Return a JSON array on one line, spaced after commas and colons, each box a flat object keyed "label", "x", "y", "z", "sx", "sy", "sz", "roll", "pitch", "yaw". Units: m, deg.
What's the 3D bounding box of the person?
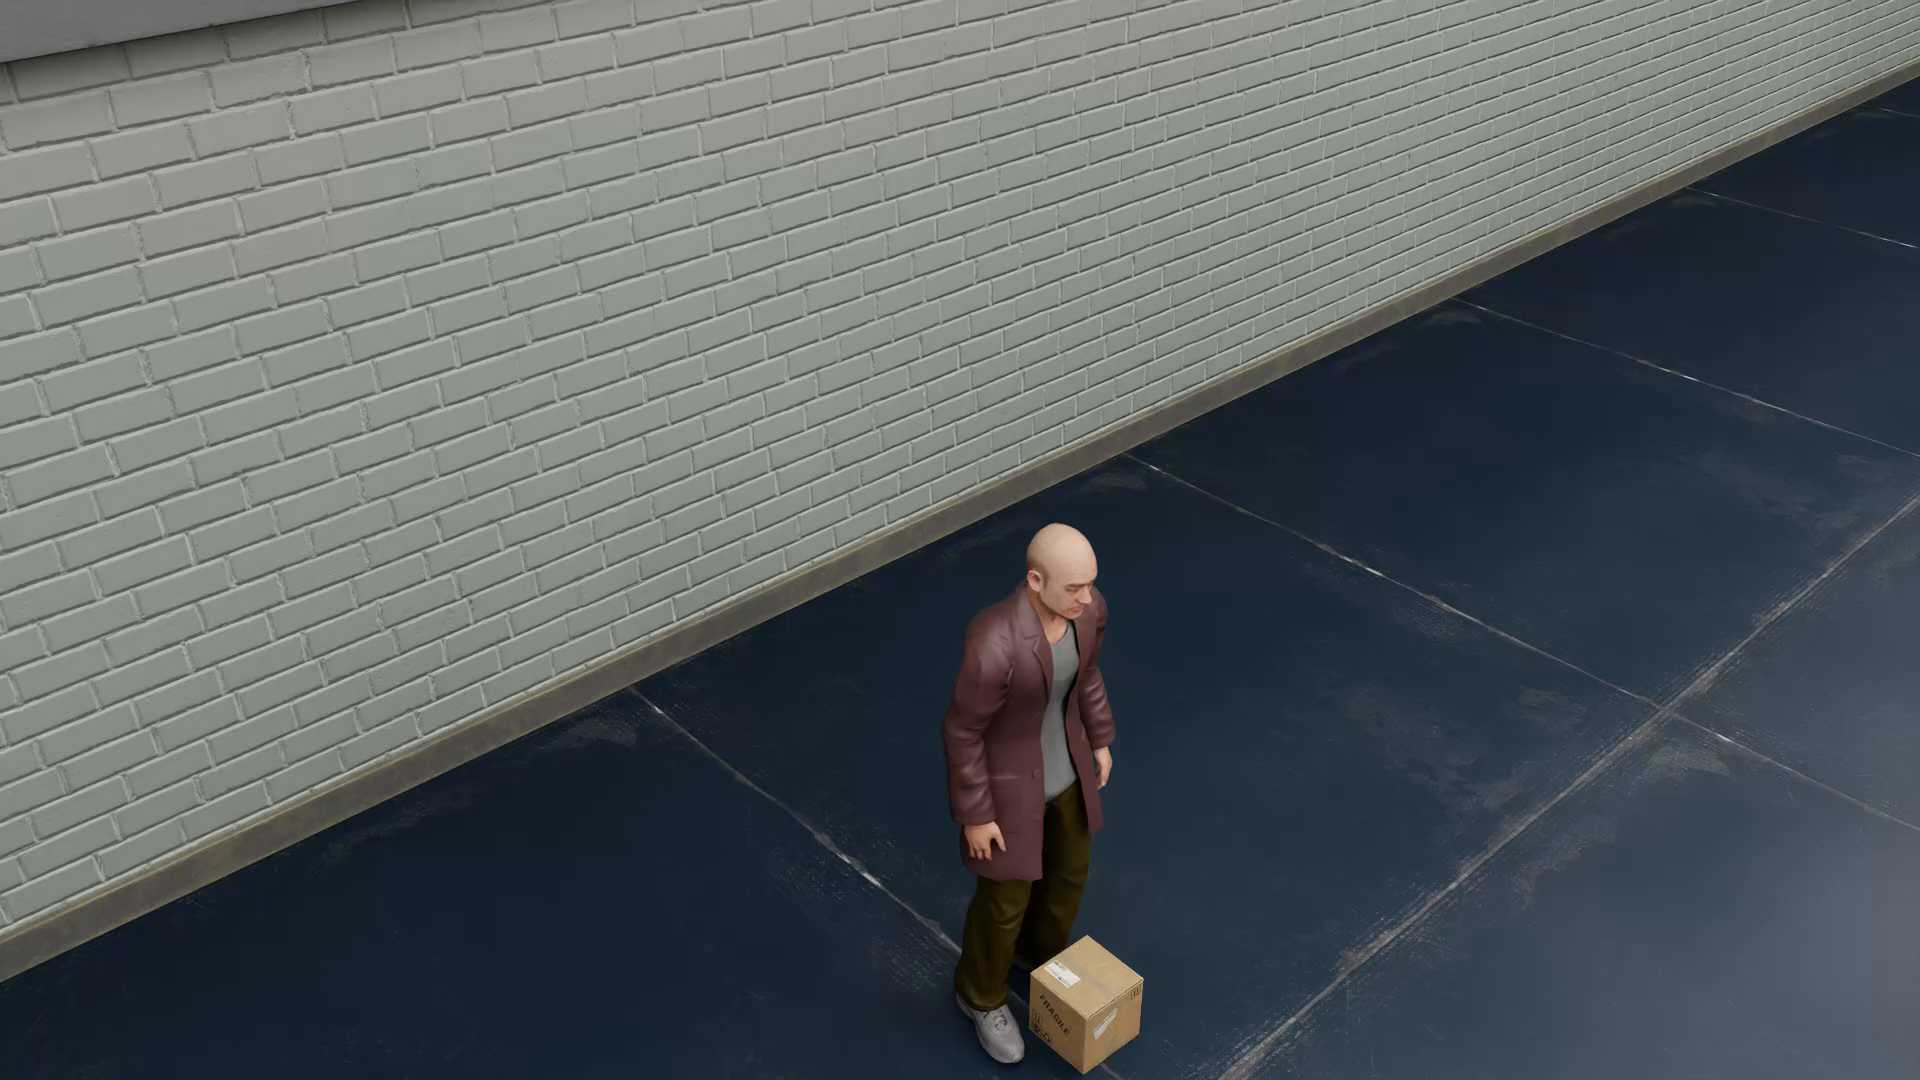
[{"label": "person", "x": 0.220, "y": 0.717, "z": 4.970, "sx": 0.643, "sy": 1.774, "sz": 0.424, "roll": -25, "pitch": 40, "yaw": -35}]
